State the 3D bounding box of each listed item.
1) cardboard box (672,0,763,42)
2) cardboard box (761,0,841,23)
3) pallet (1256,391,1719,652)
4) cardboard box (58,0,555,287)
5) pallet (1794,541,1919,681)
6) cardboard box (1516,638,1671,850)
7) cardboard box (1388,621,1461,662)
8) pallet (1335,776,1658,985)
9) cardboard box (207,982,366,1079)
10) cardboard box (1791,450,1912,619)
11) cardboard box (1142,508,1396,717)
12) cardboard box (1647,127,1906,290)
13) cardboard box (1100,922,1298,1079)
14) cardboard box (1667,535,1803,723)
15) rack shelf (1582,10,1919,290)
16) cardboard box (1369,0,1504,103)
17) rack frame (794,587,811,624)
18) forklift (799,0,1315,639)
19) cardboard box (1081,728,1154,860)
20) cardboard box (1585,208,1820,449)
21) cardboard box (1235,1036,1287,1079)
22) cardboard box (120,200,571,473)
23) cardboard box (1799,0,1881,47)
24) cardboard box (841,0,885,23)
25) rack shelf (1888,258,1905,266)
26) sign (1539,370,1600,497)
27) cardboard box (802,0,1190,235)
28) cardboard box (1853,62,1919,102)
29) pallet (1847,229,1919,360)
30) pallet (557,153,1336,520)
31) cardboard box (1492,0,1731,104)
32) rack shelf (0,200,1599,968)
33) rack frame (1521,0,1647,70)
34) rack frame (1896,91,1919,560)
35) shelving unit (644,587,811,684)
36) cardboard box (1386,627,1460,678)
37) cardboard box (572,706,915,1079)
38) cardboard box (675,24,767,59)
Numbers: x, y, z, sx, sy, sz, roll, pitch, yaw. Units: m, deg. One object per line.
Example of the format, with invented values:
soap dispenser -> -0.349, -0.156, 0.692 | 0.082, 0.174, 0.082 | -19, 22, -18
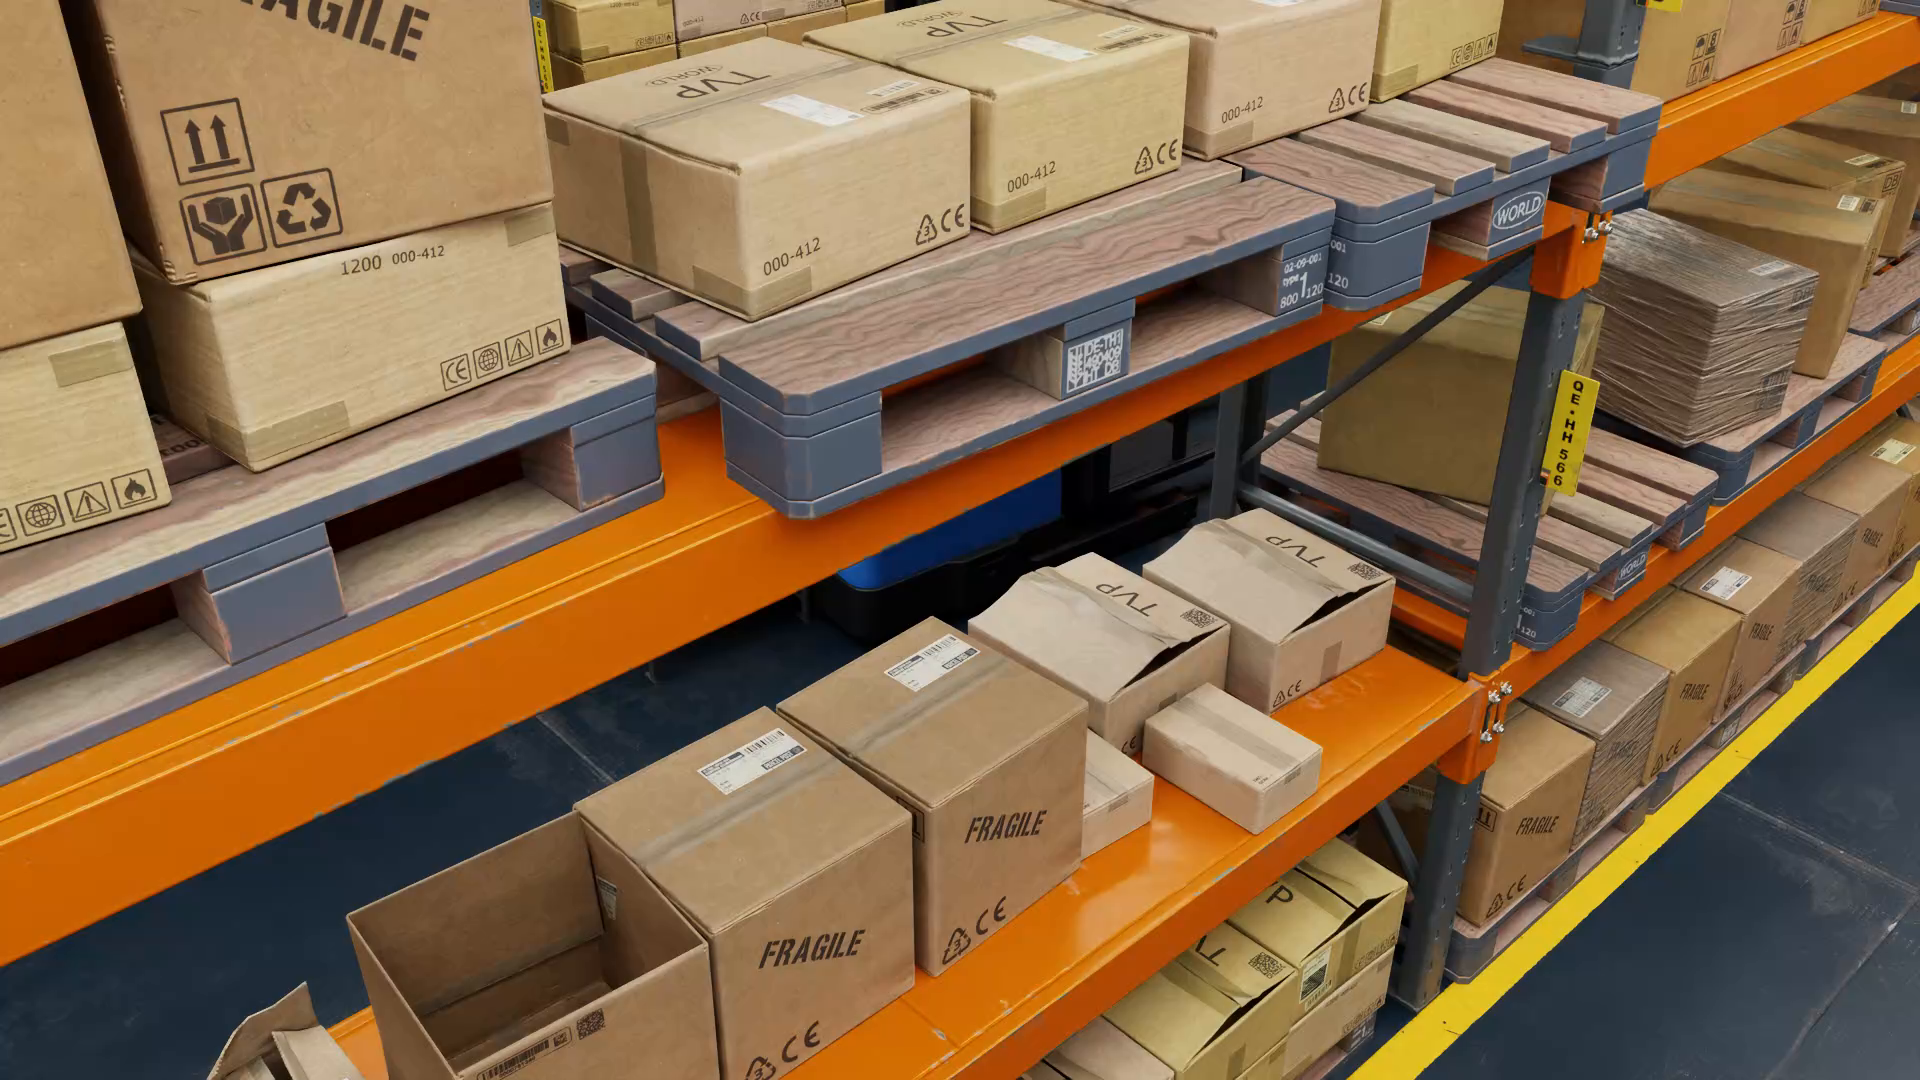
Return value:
cardboard box -> -1.311, -2.629, 8.055 | 0.500, 0.250, 0.500 | -26, 40, -36
cardboard box -> -0.947, -2.808, 8.348 | 0.500, 0.250, 0.500 | -26, 40, -35
pallet -> 1.607, -0.170, 5.336 | 1.003, 0.211, 1.213 | -26, 40, -35
cardboard box -> -0.894, -0.695, 2.158 | 0.500, 0.500, 0.500 | -22, 38, -31
pallet -> 3.520, 0.090, 7.401 | 1.213, 0.211, 1.003 | -26, 40, -35
cardboard box -> 2.066, 0.655, 5.778 | 0.500, 0.500, 0.500 | -27, 41, -37
cardboard box -> 1.722, 0.132, 5.915 | 0.500, 0.250, 0.500 | -24, 39, -34
pallet -> 1.731, 0.955, 5.986 | 1.213, 0.211, 1.003 | -26, 40, -35
cardboard box -> -1.255, 1.110, 3.188 | 0.258, 0.266, 0.396 | -27, 40, -37
cardboard box -> 3.556, -0.067, 6.959 | 0.500, 0.500, 0.500 | -26, 40, -35
cardboard box -> 0.861, 0.166, 4.688 | 0.500, 0.311, 0.500 | -23, 38, -33
cardboard box -> 3.130, -1.274, 6.460 | 0.500, 0.500, 0.700 | -19, 36, -28
cardboard box -> 0.565, 1.237, 4.547 | 0.500, 0.311, 0.500 | -27, 40, -36
cardboard box -> 2.816, 0.292, 6.372 | 0.500, 0.500, 0.500 | -27, 41, -37
rack shelf -> 2.624, -1.666, 5.414 | 4.000, 0.370, 1.077 | -26, 40, -35
cardboard box -> 0.863, -1.196, 3.697 | 0.500, 0.250, 0.500 | 26, 40, 35
rack frame -> -0.771, -0.365, 6.910 | 0.023, 1.500, 0.400 | -21, 37, -31
forklift -> 0.501, -1.446, 7.305 | 3.031, 2.935, 1.130 | -21, 37, -31
cardboard box -> 0.261, 0.597, 4.139 | 0.250, 0.149, 0.380 | -23, 38, -32
cardboard box -> 2.344, -0.724, 5.560 | 0.500, 0.500, 0.700 | -18, 36, -27
cardboard box -> 0.562, 1.474, 4.697 | 0.500, 0.250, 0.500 | -26, 40, -36
cardboard box -> -0.916, -0.371, 2.347 | 0.500, 0.250, 0.500 | 25, 39, 34
cardboard box -> 2.210, -1.839, 4.912 | 0.500, 0.500, 0.910 | -26, 40, -35
cardboard box -> -0.551, -2.676, 8.850 | 0.500, 0.500, 0.500 | -25, 39, -34
rack shelf -> 5.558, -1.805, 8.517 | 4.000, 0.370, 1.077 | -26, 40, -35
sign -> 1.538, -0.267, 4.201 | 0.005, 0.325, 0.100 | -26, 40, -35
cardboard box -> 0.064, -0.805, 3.057 | 0.500, 0.250, 0.500 | -27, 40, -36
cardboard box -> 4.286, -2.151, 7.337 | 0.500, 0.500, 0.500 | -26, 40, -35
pallet -> 3.431, -1.079, 6.824 | 1.213, 0.211, 1.003 | -26, 40, -35
pallet -> -0.097, -0.511, 3.015 | 1.213, 0.211, 1.003 | -24, 39, -33
cardboard box -> 1.455, -1.474, 4.314 | 0.500, 0.500, 0.910 | -26, 40, -35
rack shelf -> -0.309, -0.247, 3.094 | 4.000, 0.370, 1.077 | -26, 40, -35
rack frame -> 1.158, -2.544, 3.284 | 0.127, 3.000, 1.000 | -26, 40, -35
rack frame -> 4.091, -1.403, 7.169 | 0.127, 3.000, 1.000 | -26, 40, -35
shelving unit -> -1.064, -0.251, 6.723 | 0.755, 1.500, 0.431 | -21, 37, -31
cardboard box -> 1.684, 0.473, 6.075 | 0.500, 0.500, 0.500 | -24, 39, -34
cardboard box -> -0.447, 0.761, 3.534 | 0.500, 0.500, 0.500 | -26, 40, -35
cardboard box -> -1.292, -2.312, 8.256 | 0.500, 0.500, 0.500 | -24, 39, -34
